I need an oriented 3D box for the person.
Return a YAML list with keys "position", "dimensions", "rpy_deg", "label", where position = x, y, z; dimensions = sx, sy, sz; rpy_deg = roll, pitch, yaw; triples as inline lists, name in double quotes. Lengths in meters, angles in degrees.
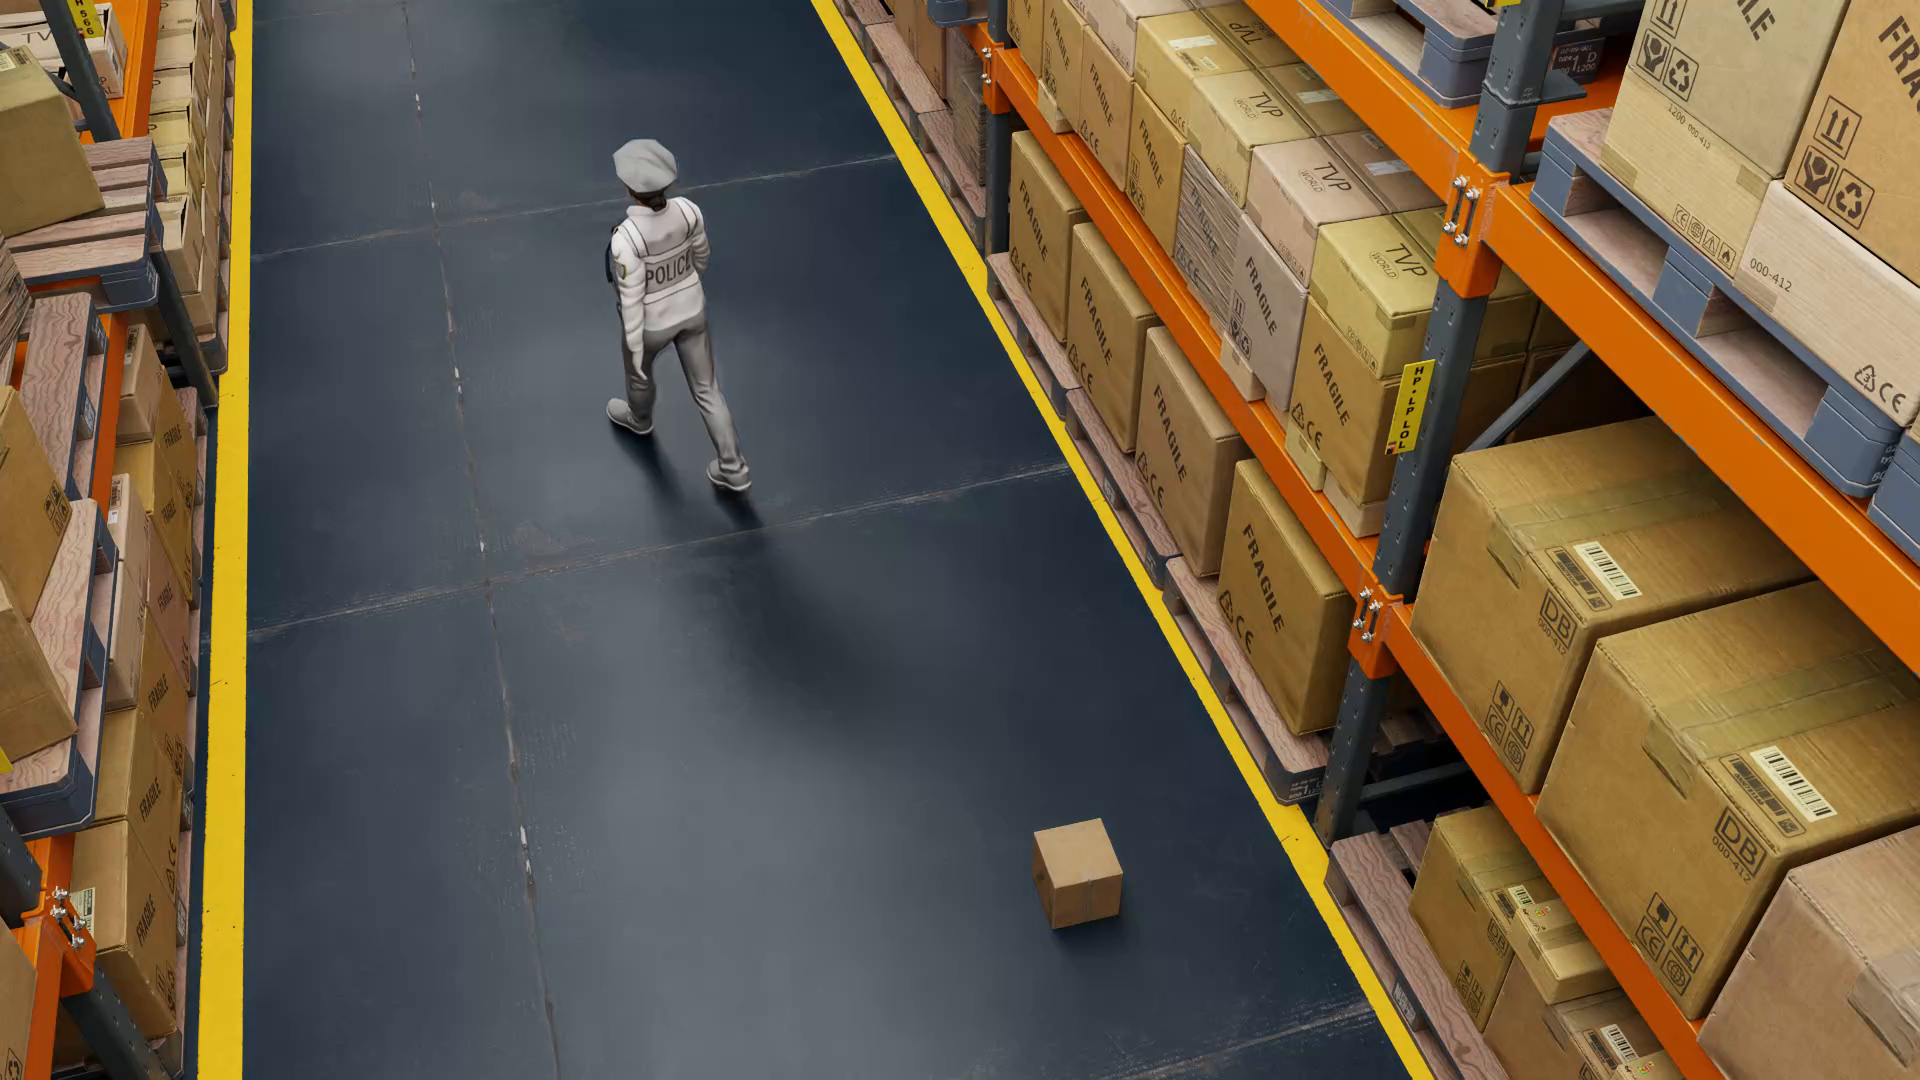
- position: [-1.293, -1.014, 7.240]
  dimensions: [0.511, 1.636, 0.996]
  rpy_deg: [-27, 49, -27]
  label: "person"
